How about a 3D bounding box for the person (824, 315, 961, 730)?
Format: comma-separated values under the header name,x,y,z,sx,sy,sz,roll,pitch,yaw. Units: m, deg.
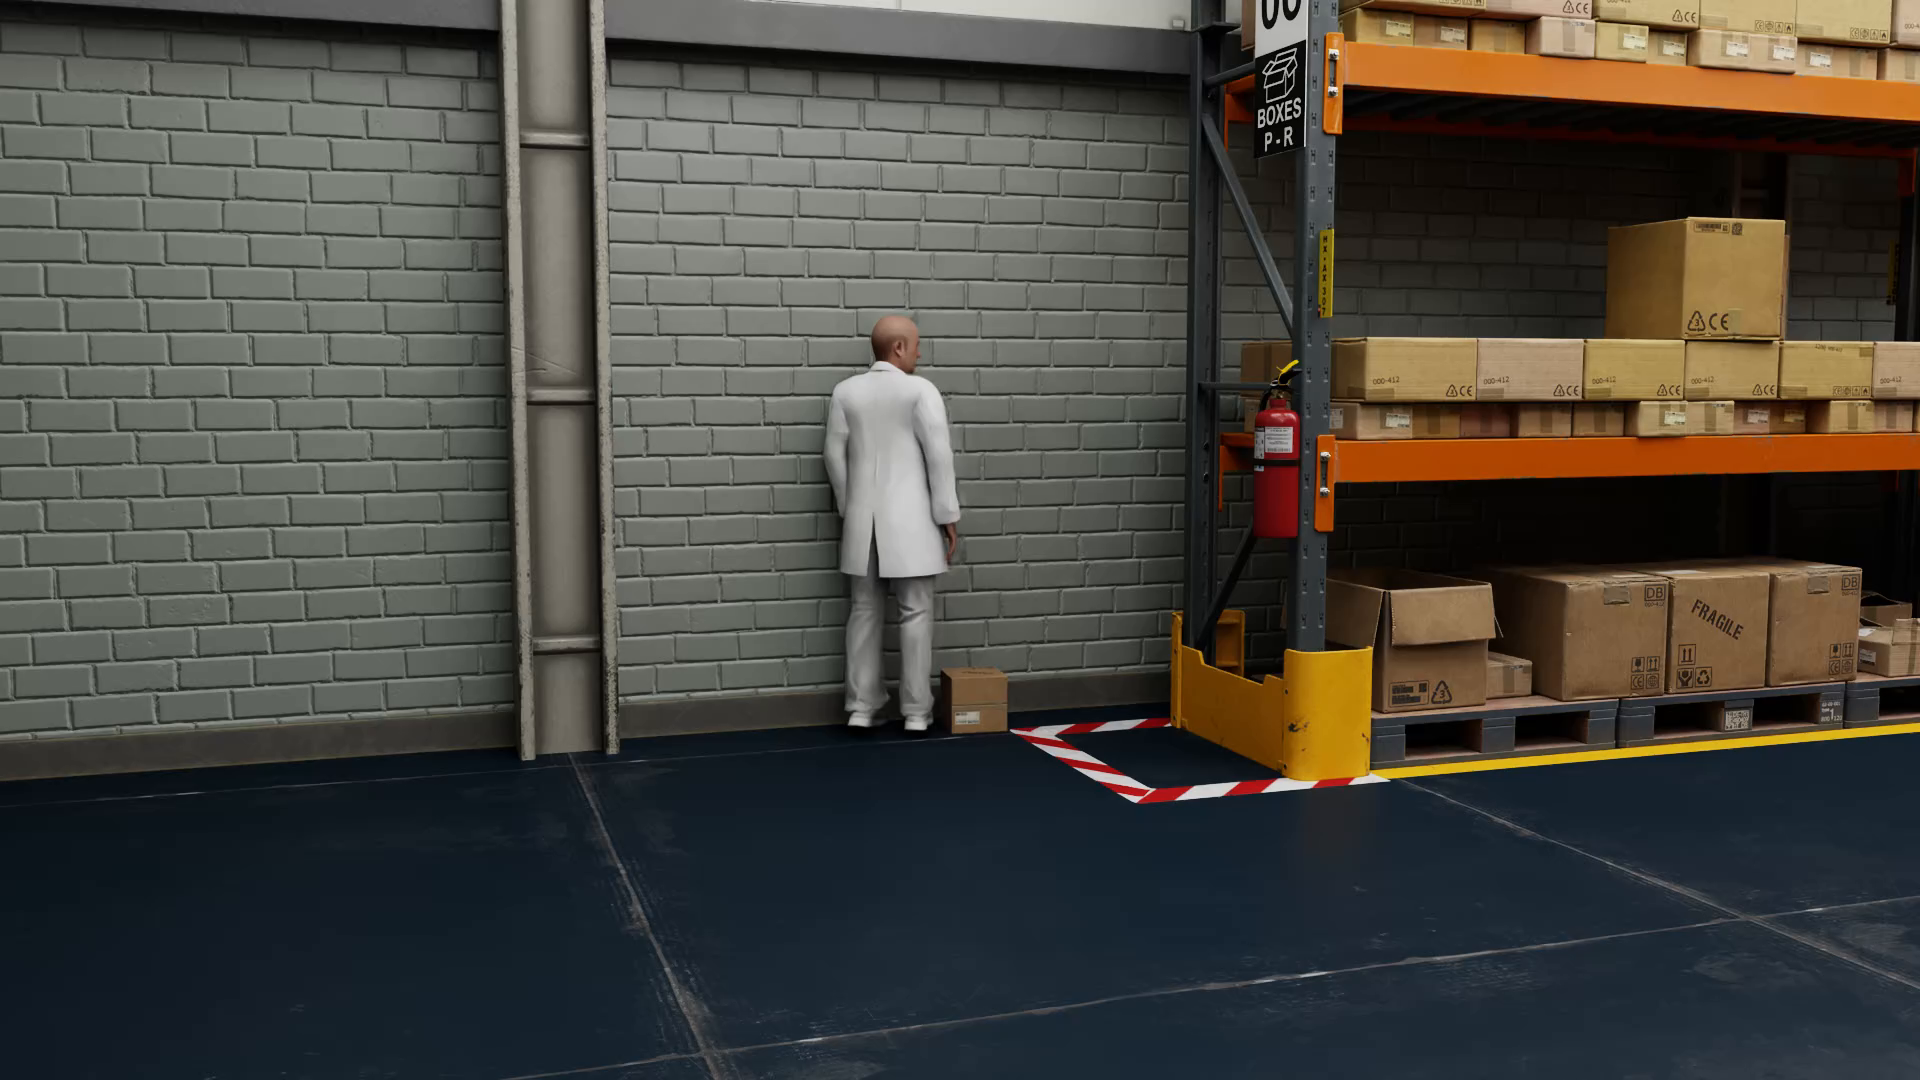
name,x,y,z,sx,sy,sz,roll,pitch,yaw
person,-0.267,-0.062,7.205,0.626,1.809,0.427,3,6,28
